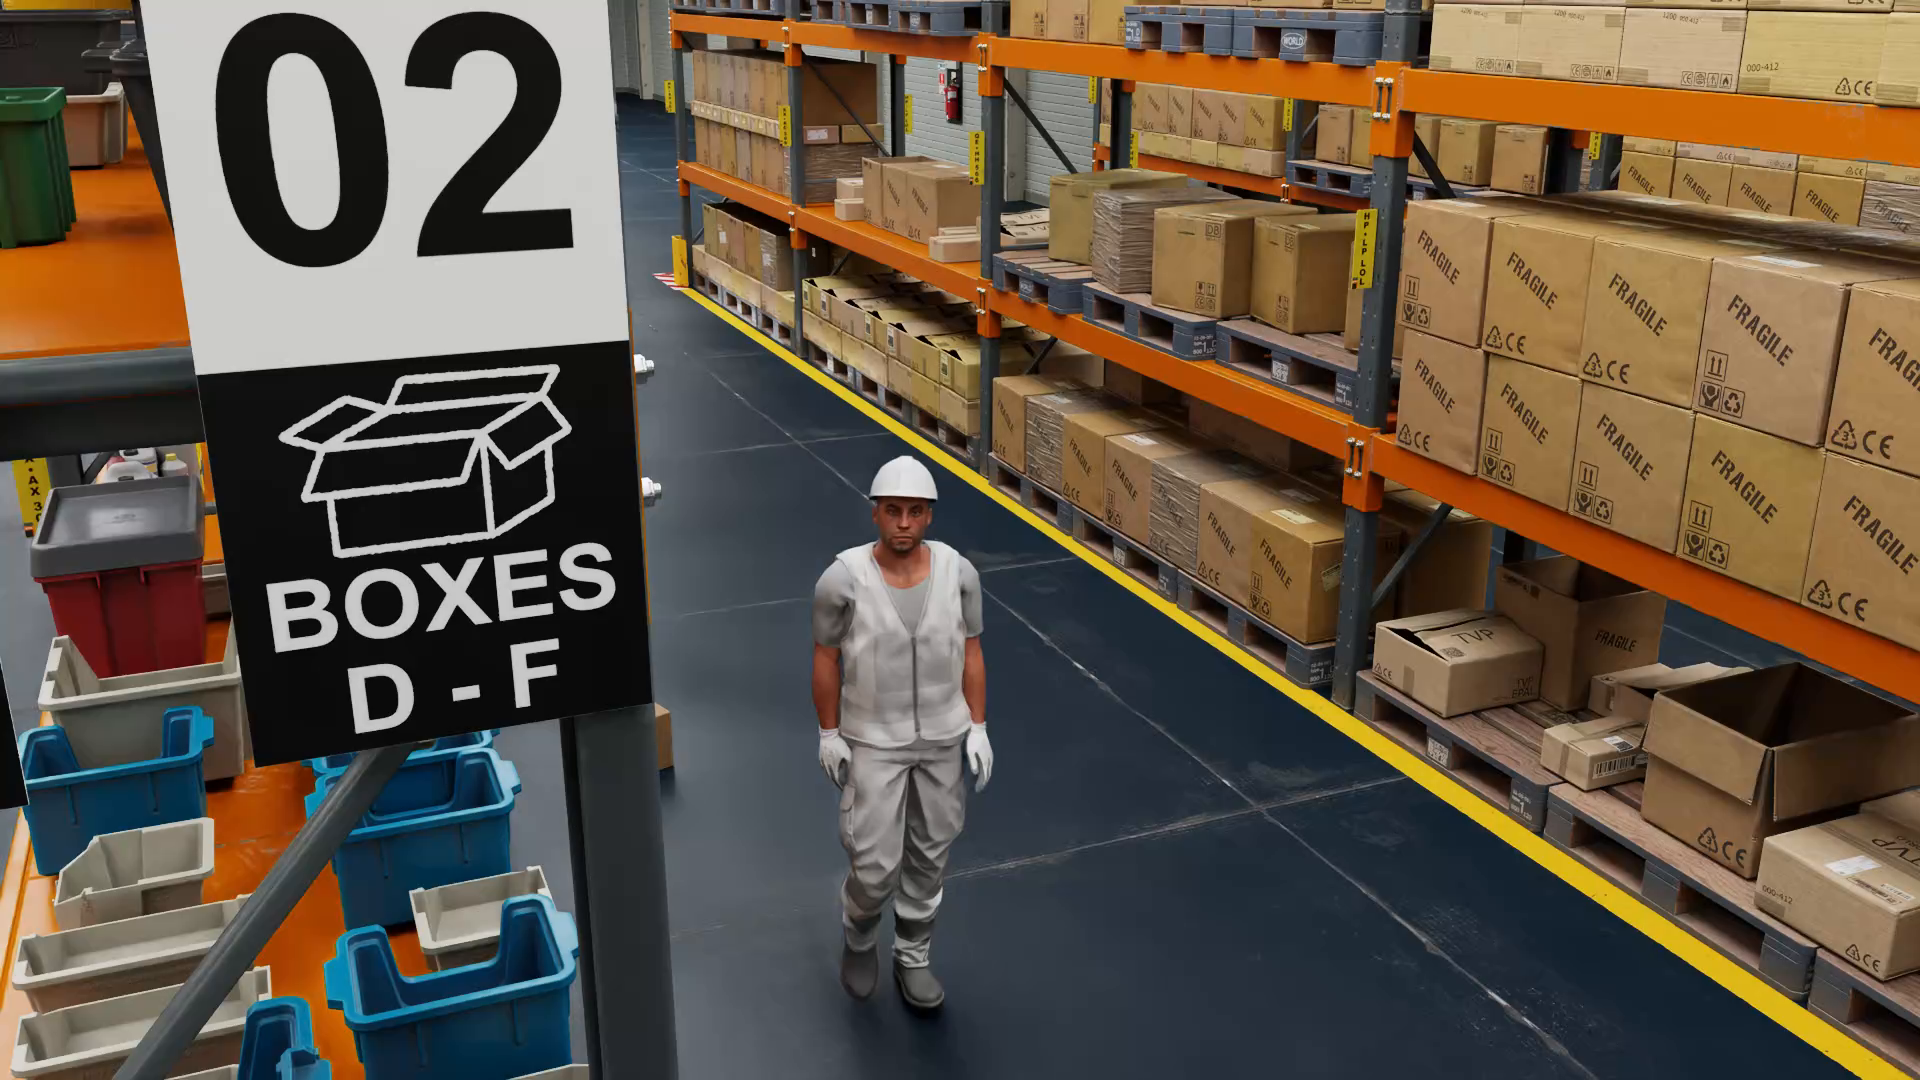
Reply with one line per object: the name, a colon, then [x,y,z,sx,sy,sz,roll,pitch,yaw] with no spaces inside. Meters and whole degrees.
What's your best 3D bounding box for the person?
person: [-0.161,0.627,5.097,0.531,1.793,0.444,-6,20,-18]
